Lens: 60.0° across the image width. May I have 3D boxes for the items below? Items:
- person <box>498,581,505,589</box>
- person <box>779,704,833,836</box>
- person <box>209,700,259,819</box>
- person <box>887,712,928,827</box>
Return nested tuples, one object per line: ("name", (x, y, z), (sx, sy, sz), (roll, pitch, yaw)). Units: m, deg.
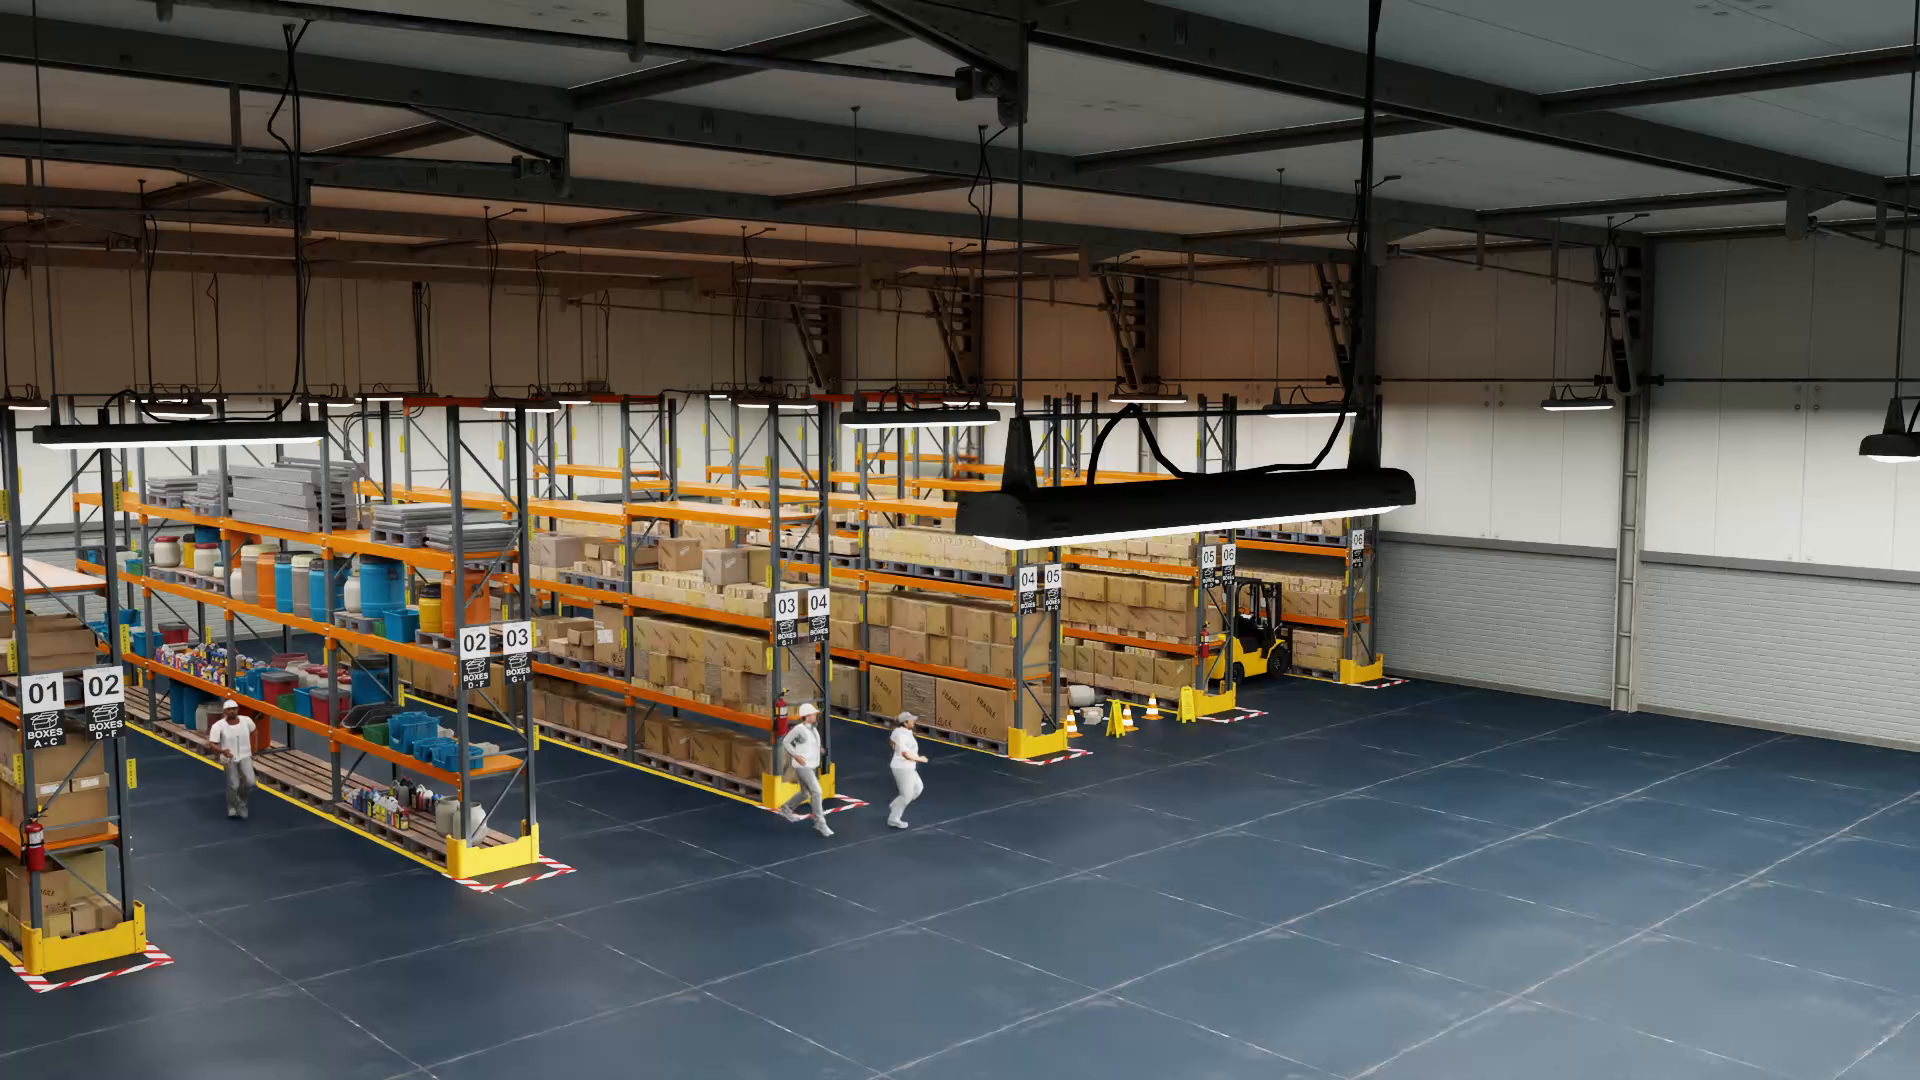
("person", (-10.514, 1.762, 38.095), (0.712, 1.770, 0.981), (-2, 6, -23))
("person", (-2.136, 3.188, 23.412), (0.953, 1.780, 0.660), (2, 6, 18))
("person", (-10.406, 3.156, 23.937), (0.712, 1.736, 0.653), (-4, 7, -37))
("person", (-0.746, 3.240, 23.626), (0.589, 1.630, 0.644), (0, 6, -4))
